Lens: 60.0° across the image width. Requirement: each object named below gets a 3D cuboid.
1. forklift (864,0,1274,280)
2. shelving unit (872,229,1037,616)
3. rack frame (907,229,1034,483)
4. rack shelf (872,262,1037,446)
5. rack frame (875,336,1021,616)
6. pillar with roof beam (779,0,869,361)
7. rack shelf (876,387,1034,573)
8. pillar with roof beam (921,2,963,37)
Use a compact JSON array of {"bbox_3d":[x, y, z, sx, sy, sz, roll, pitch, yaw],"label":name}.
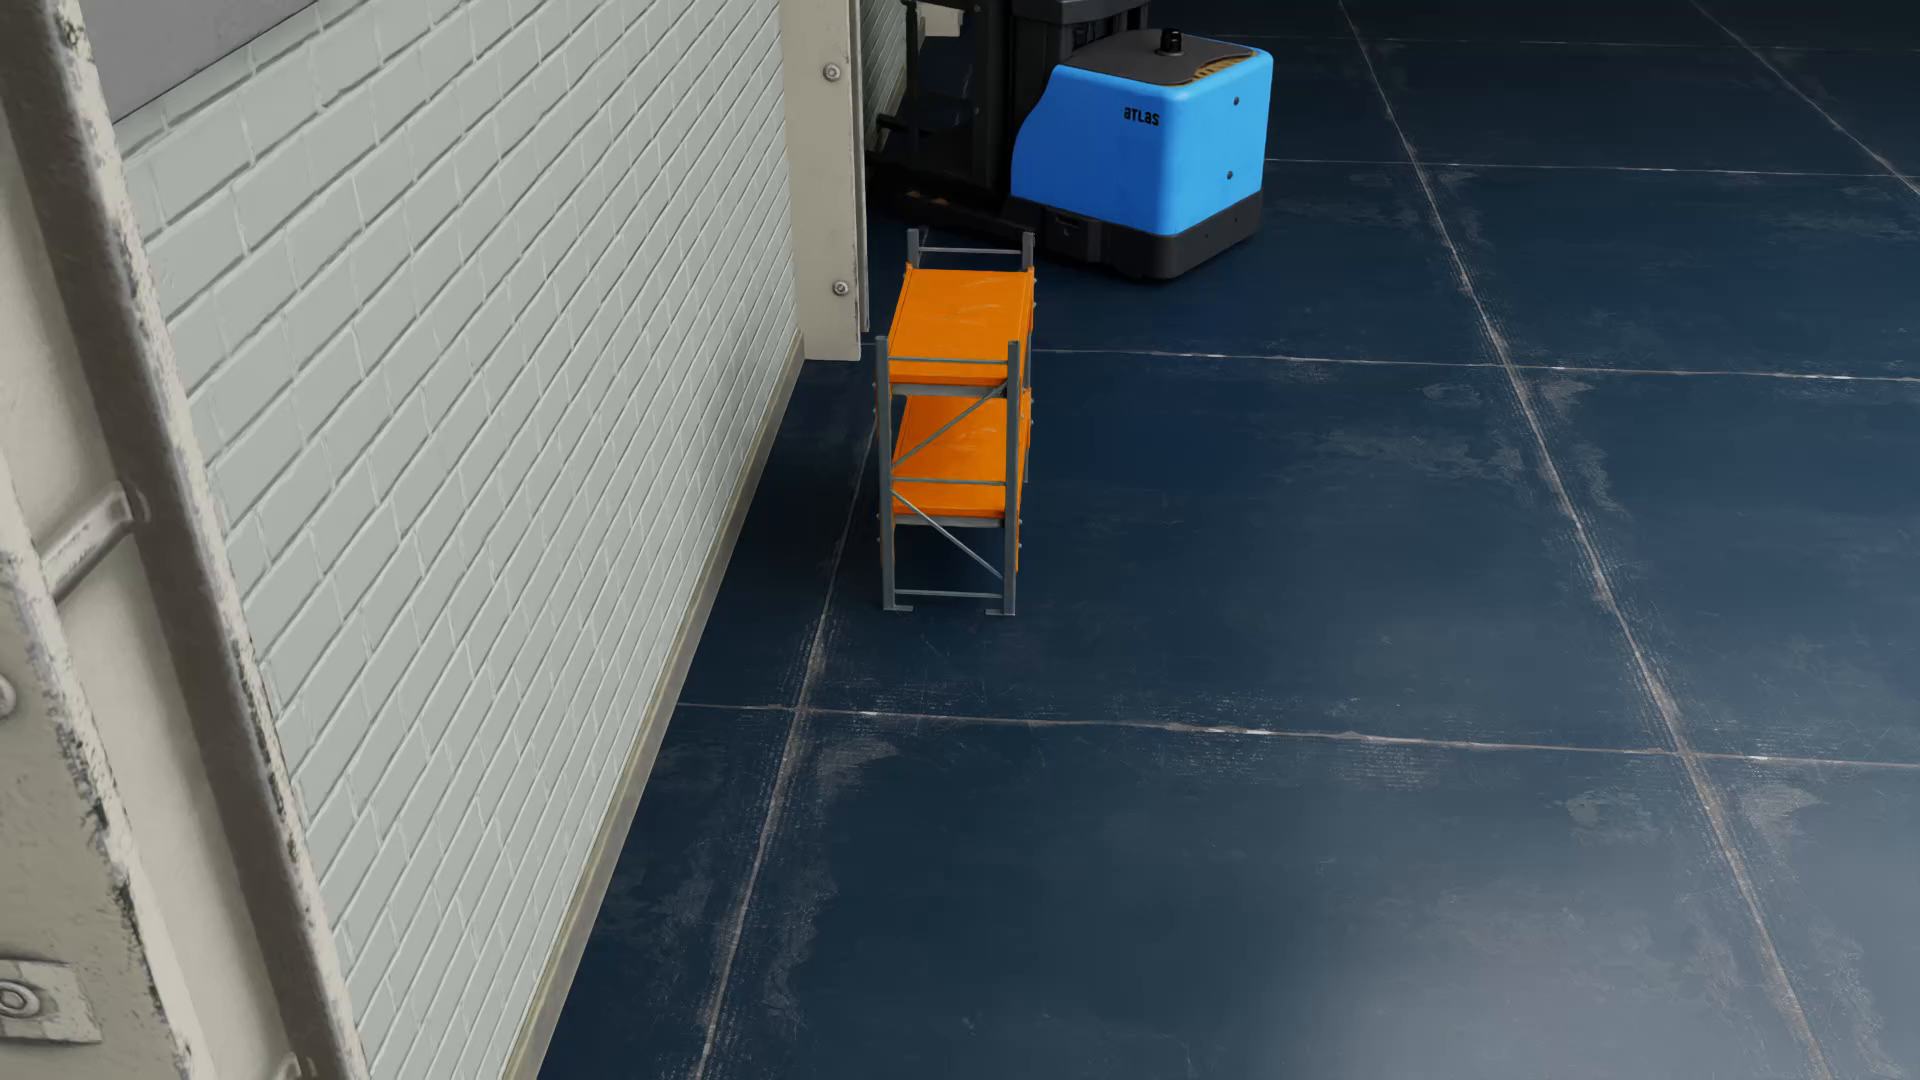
[{"bbox_3d":[0.247,-3.266,9.256,3.031,2.935,1.130,23,38,32],"label":"forklift"},{"bbox_3d":[-0.001,-0.475,6.449,0.538,1.125,1.048,2,32,4],"label":"shelving unit"},{"bbox_3d":[0.041,-0.741,6.880,0.500,1.125,0.032,2,32,4],"label":"rack frame"},{"bbox_3d":[-0.001,-0.725,6.296,0.538,0.278,1.000,2,32,4],"label":"rack shelf"},{"bbox_3d":[-0.042,-0.210,6.018,0.500,1.125,0.032,2,32,4],"label":"rack frame"},{"bbox_3d":[3.658,-4.638,5.699,9.100,9.000,0.400,2,32,4],"label":"pillar with roof beam"},{"bbox_3d":[-0.001,-0.267,6.577,0.538,0.278,1.000,2,32,4],"label":"rack shelf"},{"bbox_3d":[4.146,-7.776,10.790,9.100,9.000,0.400,2,32,4],"label":"pillar with roof beam"}]
